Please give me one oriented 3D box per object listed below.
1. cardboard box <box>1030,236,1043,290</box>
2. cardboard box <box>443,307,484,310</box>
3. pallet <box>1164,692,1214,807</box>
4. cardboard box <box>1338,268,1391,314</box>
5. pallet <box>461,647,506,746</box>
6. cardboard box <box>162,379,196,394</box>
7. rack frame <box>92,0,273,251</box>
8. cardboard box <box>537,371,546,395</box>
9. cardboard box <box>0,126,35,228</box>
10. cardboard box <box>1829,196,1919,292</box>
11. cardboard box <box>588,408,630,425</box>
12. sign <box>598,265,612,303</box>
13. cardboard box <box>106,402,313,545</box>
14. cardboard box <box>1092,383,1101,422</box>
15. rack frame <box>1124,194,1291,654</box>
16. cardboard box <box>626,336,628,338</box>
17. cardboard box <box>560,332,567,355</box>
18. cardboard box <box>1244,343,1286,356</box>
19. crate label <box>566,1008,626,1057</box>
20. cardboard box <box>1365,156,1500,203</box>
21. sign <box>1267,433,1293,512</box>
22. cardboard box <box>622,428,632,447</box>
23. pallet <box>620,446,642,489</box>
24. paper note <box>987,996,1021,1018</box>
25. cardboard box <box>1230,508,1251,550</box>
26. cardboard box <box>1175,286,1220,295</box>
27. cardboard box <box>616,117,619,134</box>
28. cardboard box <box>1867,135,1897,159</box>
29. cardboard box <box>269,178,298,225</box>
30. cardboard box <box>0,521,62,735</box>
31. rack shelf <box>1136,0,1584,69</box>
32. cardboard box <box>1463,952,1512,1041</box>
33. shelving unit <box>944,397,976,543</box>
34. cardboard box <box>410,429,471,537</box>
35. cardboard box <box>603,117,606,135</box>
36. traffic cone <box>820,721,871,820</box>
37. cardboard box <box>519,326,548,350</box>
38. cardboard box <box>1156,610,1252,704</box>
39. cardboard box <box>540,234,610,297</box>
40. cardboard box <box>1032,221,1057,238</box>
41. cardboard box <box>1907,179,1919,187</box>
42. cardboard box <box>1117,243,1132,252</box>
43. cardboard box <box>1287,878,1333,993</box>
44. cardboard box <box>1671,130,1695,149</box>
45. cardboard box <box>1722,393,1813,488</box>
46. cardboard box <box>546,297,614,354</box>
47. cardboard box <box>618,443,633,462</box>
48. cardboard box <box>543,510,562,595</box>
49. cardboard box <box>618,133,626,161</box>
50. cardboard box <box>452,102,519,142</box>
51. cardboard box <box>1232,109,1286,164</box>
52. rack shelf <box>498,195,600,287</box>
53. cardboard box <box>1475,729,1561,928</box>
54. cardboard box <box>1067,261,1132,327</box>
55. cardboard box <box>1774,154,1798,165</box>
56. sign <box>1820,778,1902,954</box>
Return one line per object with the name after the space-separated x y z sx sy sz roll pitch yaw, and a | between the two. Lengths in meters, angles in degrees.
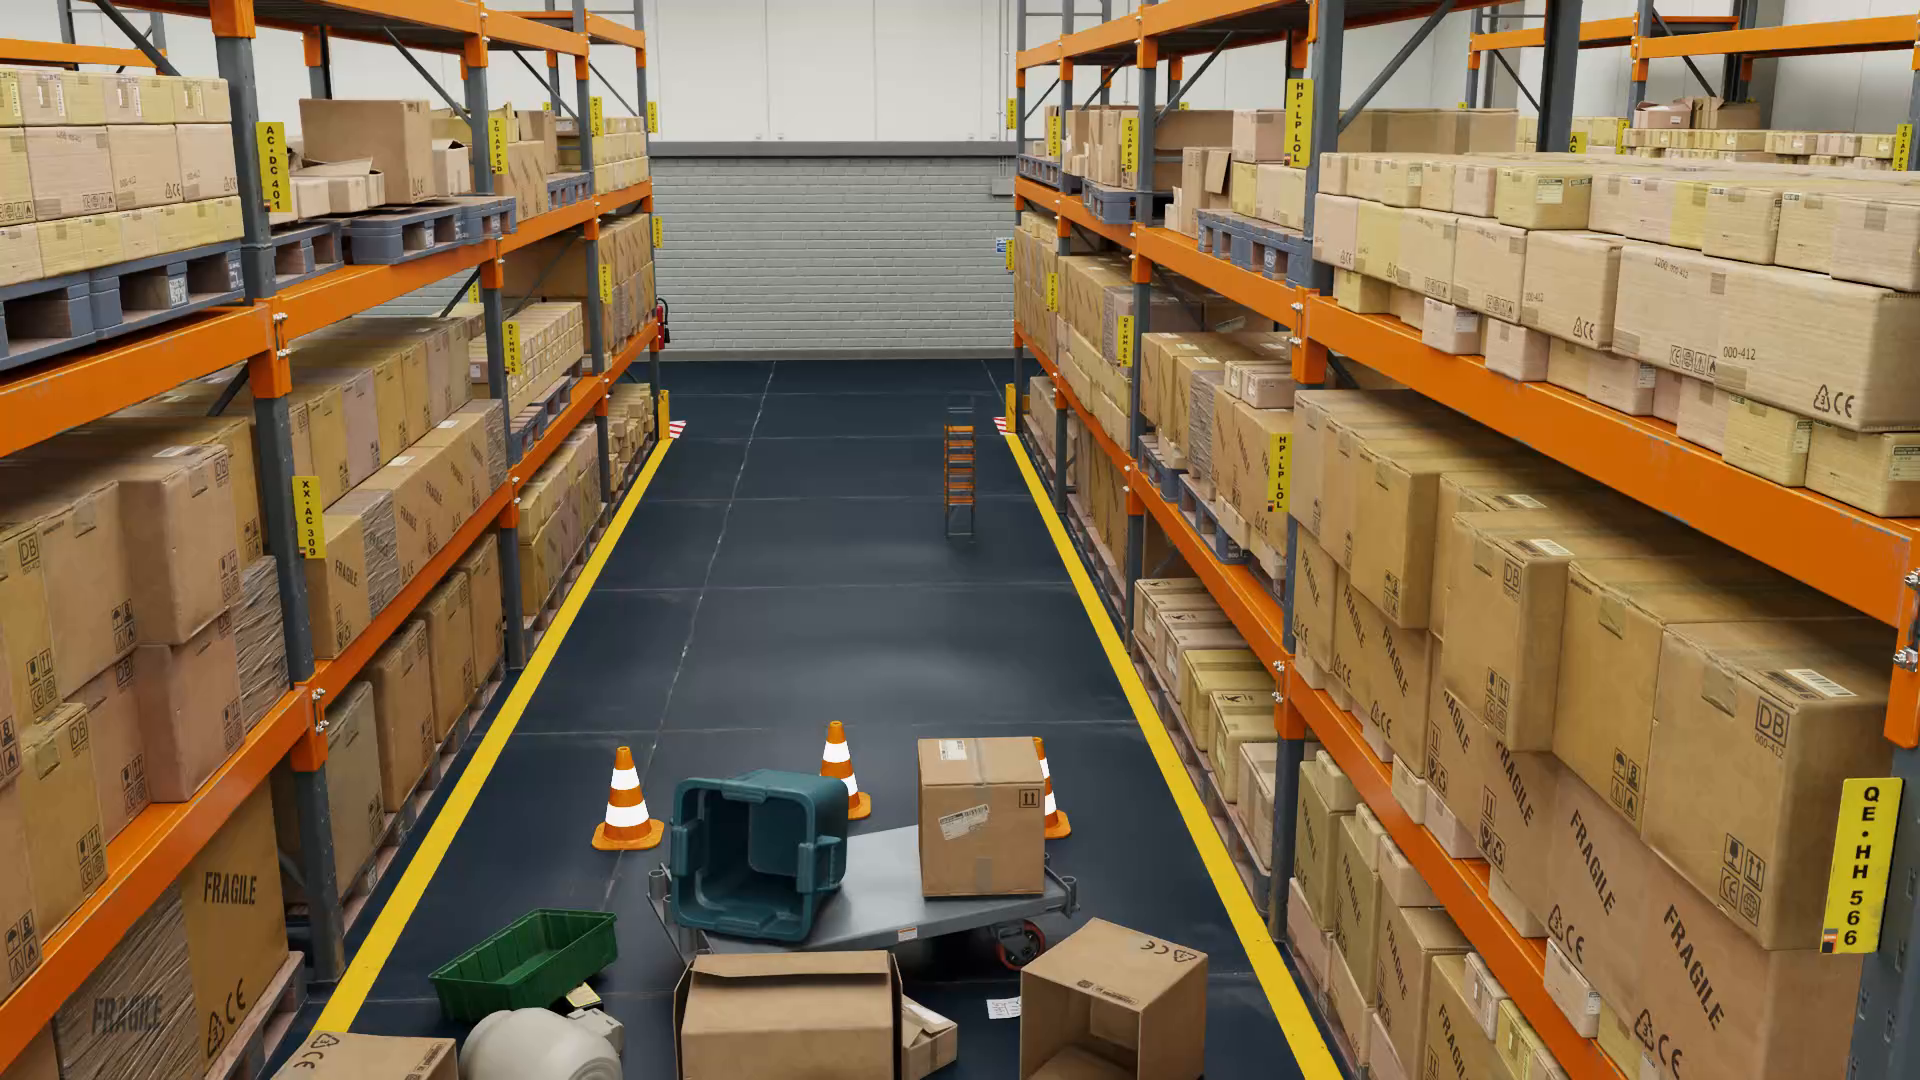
0.970 -2.735 16.429 0.500 0.500 0.500 -1 14 -3 | cardboard box
-3.984 -1.805 13.491 0.380 0.149 0.250 0 14 -2 | cardboard box
1.729 1.131 9.208 1.003 0.211 1.213 -1 14 -3 | pallet
1.590 -0.906 6.011 0.380 0.149 0.250 -1 14 -3 | cardboard box
-3.351 0.933 9.978 1.003 0.211 1.213 -1 14 -3 | pallet
-8.658 -1.570 17.529 0.875 0.875 0.875 -1 14 -3 | cardboard box
-3.077 -2.526 5.784 1.000 3.000 0.127 -1 14 -3 | rack frame
-3.235 -1.141 12.103 0.380 0.149 0.250 -1 14 -3 | cardboard box
-2.698 -0.902 4.153 0.500 0.250 0.500 -1 14 -4 | cardboard box
1.789 -0.524 2.927 0.380 0.149 0.250 -1 14 -3 | cardboard box
-3.459 -1.199 16.350 0.380 0.149 0.250 -1 14 -3 | cardboard box
-3.019 -2.180 14.156 0.100 0.325 0.005 -1 14 -3 | sign
-3.114 -0.276 6.874 0.700 0.500 0.500 -1 14 -4 | cardboard box
1.256 -1.018 12.265 0.500 0.250 0.500 -1 14 -4 | cardboard box
1.609 -0.717 10.792 1.000 3.000 0.127 -1 14 -3 | rack frame
-3.526 -2.085 16.613 0.380 0.149 0.250 -1 15 -6 | cardboard box
-3.300 -1.545 13.074 0.380 0.149 0.250 -1 14 -5 | cardboard box
1.958 -0.875 9.769 0.500 0.500 0.500 -1 14 -4 | cardboard box
-1.437 1.908 6.338 0.298 0.136 0.250 -13 20 -42 | crate label
1.603 -1.226 5.654 0.380 0.149 0.250 -1 14 -5 | cardboard box
1.303 -0.273 6.745 0.100 0.325 0.005 -1 14 -3 | sign
-3.392 -0.993 16.148 0.380 0.149 0.250 -1 14 -4 | cardboard box
-3.728 -0.730 16.440 1.003 0.211 1.213 -1 14 -3 | pallet
0.187 1.874 6.681 0.148 0.019 0.142 -1 14 -3 | paper note
1.499 -0.057 7.889 0.380 0.149 0.250 -1 14 -4 | cardboard box
1.782 -1.499 11.625 0.500 0.500 0.500 -1 14 -3 | cardboard box
-3.412 -3.894 15.618 0.380 0.149 0.250 -1 14 -5 | cardboard box
6.247 -2.592 10.966 0.380 0.149 0.250 0 14 -2 | cardboard box
-2.865 -1.414 6.708 0.258 0.266 0.396 -1 14 -4 | cardboard box
-3.002 0.279 4.452 0.875 0.550 0.500 -1 14 -3 | cardboard box
1.733 -2.583 8.251 1.077 0.370 4.000 -1 14 -3 | rack shelf
1.678 1.310 4.783 0.380 0.149 0.250 0 14 -1 | cardboard box
0.001 -0.577 13.863 0.258 1.200 0.189 -1 14 -3 | shelving unit
-2.969 -0.307 9.000 0.500 0.500 0.500 -1 14 -4 | cardboard box
-3.375 -3.696 14.851 0.380 0.149 0.250 -1 14 -5 | cardboard box
-0.633 1.163 8.577 0.336 0.463 0.334 -1 14 -3 | traffic cone
-3.255 -1.492 12.272 0.380 0.149 0.250 -1 14 -4 | cardboard box
1.688 0.677 9.808 0.950 0.372 0.625 -1 14 -5 | cardboard box
-3.358 -2.403 14.541 0.500 0.500 0.500 -1 14 -2 | cardboard box
0.913 -3.074 16.446 0.380 0.149 0.250 -1 14 -5 | cardboard box
2.360 -0.725 3.708 0.380 0.149 0.250 -1 14 -4 | cardboard box
1.601 -2.641 14.761 0.380 0.149 0.250 -1 14 -4 | cardboard box
1.624 1.557 6.630 0.500 0.250 0.500 -2 15 -6 | cardboard box
5.999 -3.242 13.452 0.380 0.149 0.250 -1 14 -4 | cardboard box
1.756 -0.204 3.283 0.380 0.149 0.250 -1 14 -3 | cardboard box
-3.352 -1.929 14.708 0.500 0.500 0.500 -1 14 -4 | cardboard box
-3.396 -0.850 16.190 0.380 0.149 0.250 -1 14 -5 | cardboard box
-3.149 0.087 11.841 0.500 0.500 0.500 -1 14 -3 | cardboard box
-3.457 -3.736 15.805 0.500 0.250 0.500 -2 15 -6 | cardboard box
-3.162 -2.783 11.066 0.396 0.266 0.258 -1 14 -3 | cardboard box
1.609 -1.943 7.994 0.500 0.250 0.500 -1 14 -3 | cardboard box
-3.449 -2.217 12.047 1.077 0.370 4.000 -1 14 -3 | rack shelf
1.742 0.701 4.486 0.500 0.500 0.500 -1 14 -4 | cardboard box
1.161 -2.004 13.589 0.500 0.500 0.500 -1 14 -4 | cardboard box
6.247 -2.772 12.262 0.380 0.149 0.250 0 14 -2 | cardboard box
1.550 0.563 2.862 0.100 0.325 0.005 -1 14 -3 | sign
